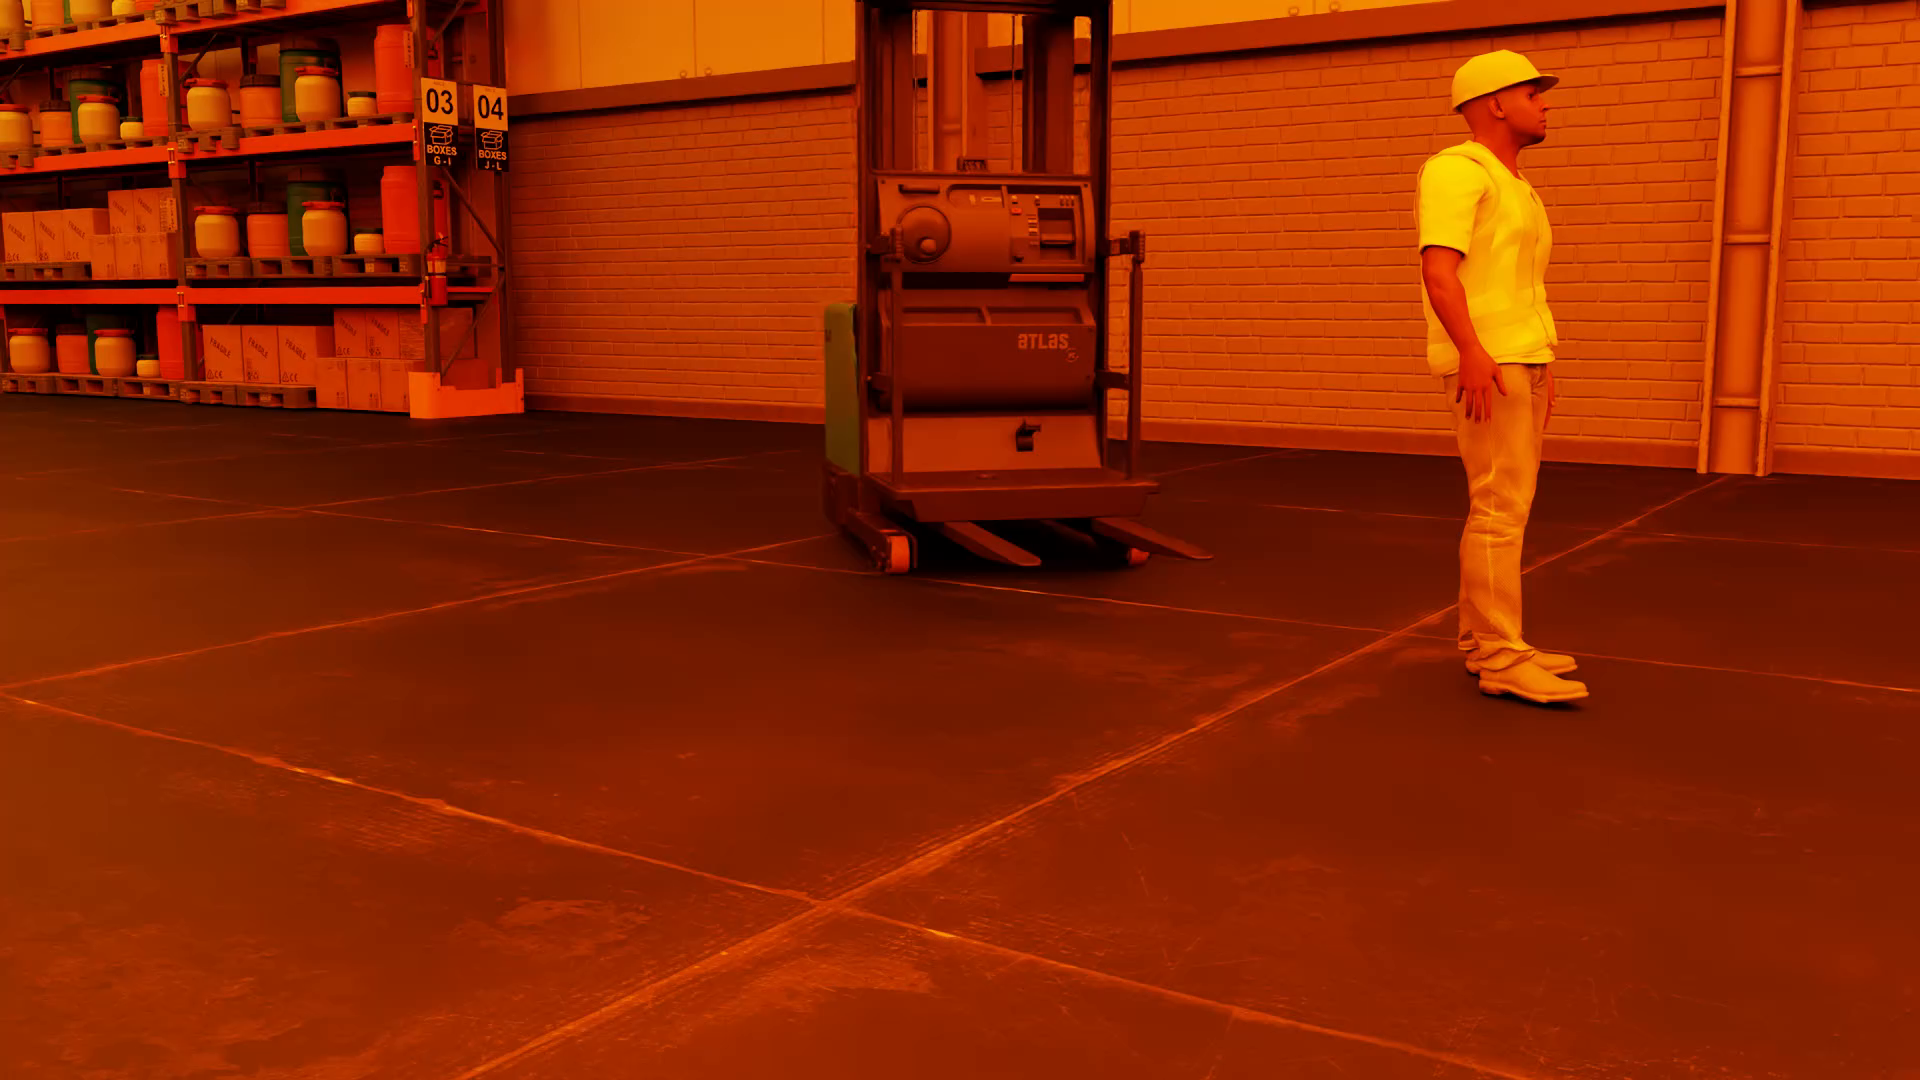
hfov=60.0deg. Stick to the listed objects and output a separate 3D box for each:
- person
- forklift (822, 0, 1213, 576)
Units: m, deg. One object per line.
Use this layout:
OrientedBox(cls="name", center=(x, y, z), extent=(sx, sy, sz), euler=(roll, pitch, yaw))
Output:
OrientedBox(cls="person", center=(1.580, -0.483, 4.671), extent=(0.578, 1.765, 0.666), euler=(6, 10, 34))
OrientedBox(cls="forklift", center=(0.167, -1.366, 6.802), extent=(1.130, 2.935, 3.031), euler=(-2, 8, -14))
